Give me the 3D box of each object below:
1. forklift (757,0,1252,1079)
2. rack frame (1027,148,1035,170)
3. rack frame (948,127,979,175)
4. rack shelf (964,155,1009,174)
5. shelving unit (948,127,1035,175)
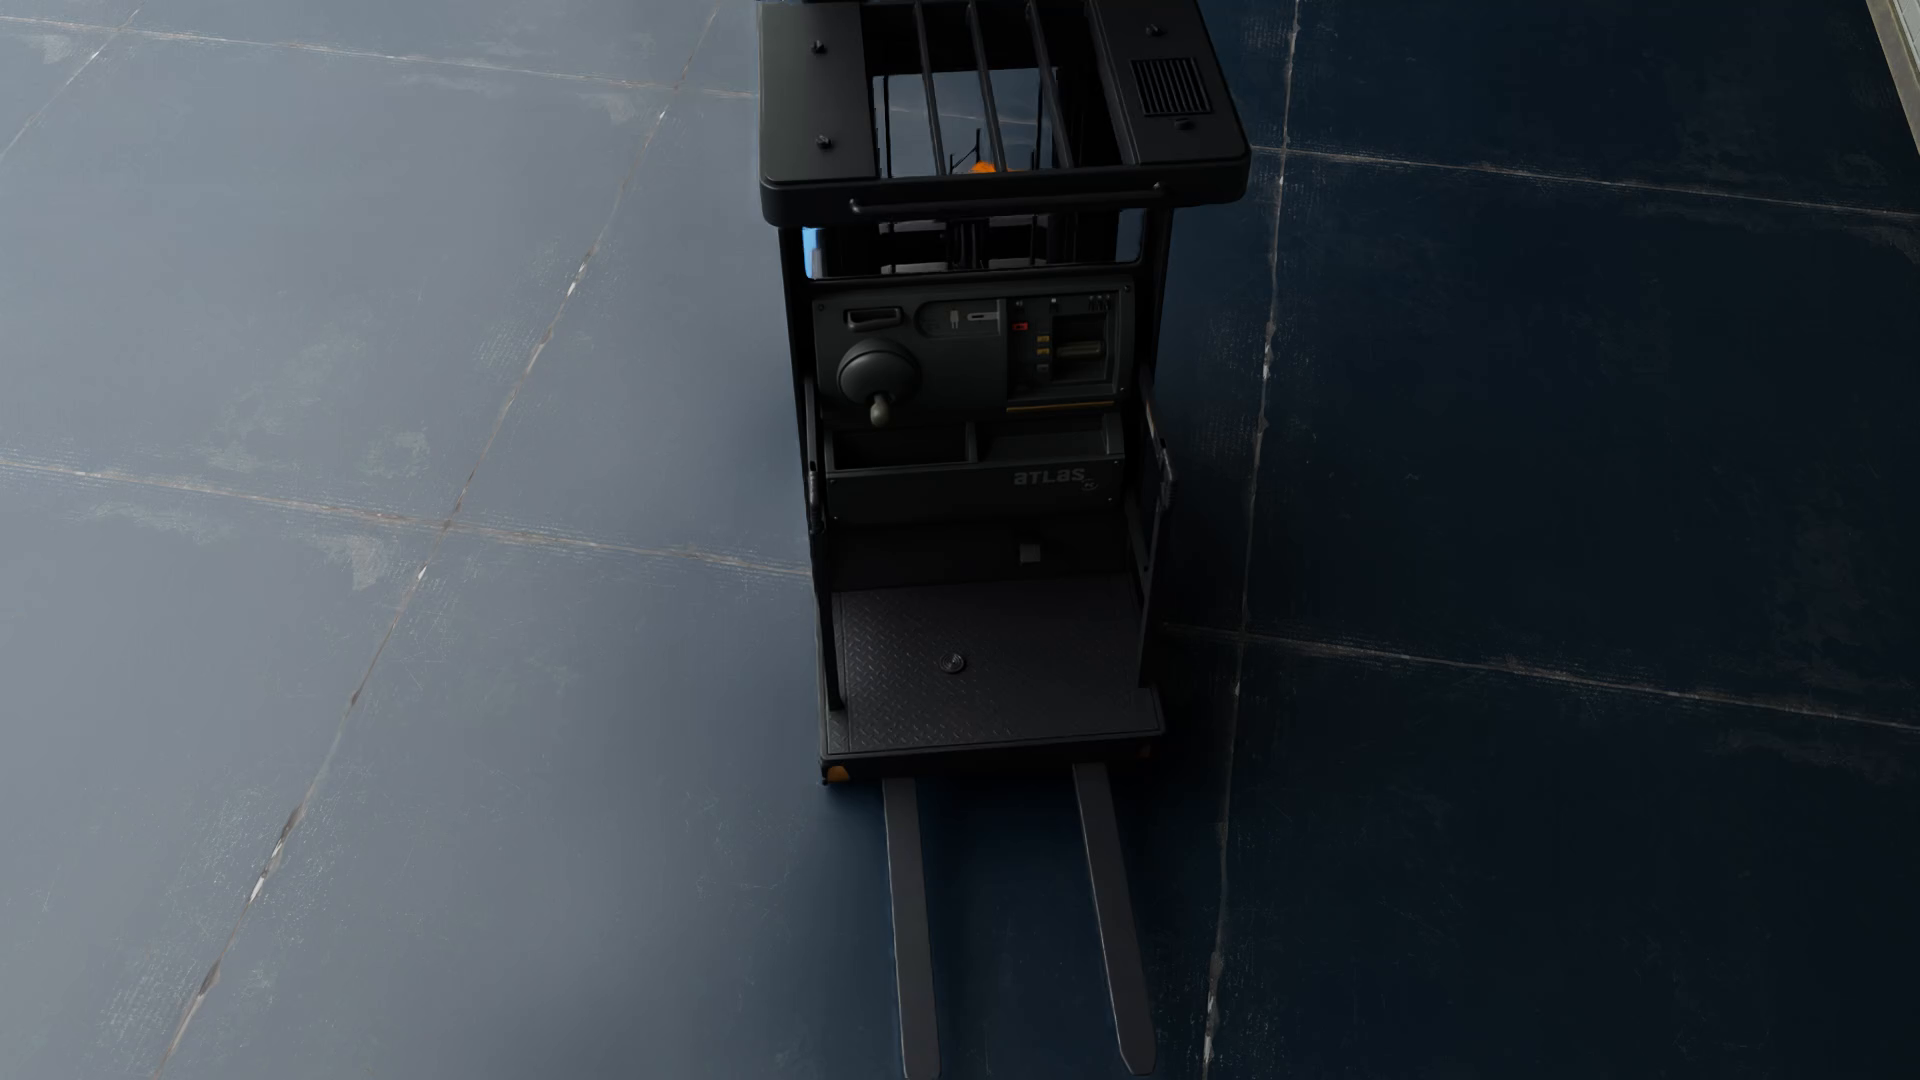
[{"bbox_3d":[0.067,-0.447,4.681,1.130,2.935,3.031,-4,48,-4],"label":"forklift"},{"bbox_3d":[0.218,-1.033,6.472,0.008,1.050,0.200,26,53,22],"label":"rack frame"},{"bbox_3d":[0.015,-1.133,6.562,0.008,1.050,0.200,26,53,22],"label":"rack frame"},{"bbox_3d":[0.116,-1.265,6.314,0.240,0.259,0.215,26,53,22],"label":"rack shelf"},{"bbox_3d":[0.117,-1.083,6.517,0.252,1.050,0.215,26,53,22],"label":"shelving unit"}]
